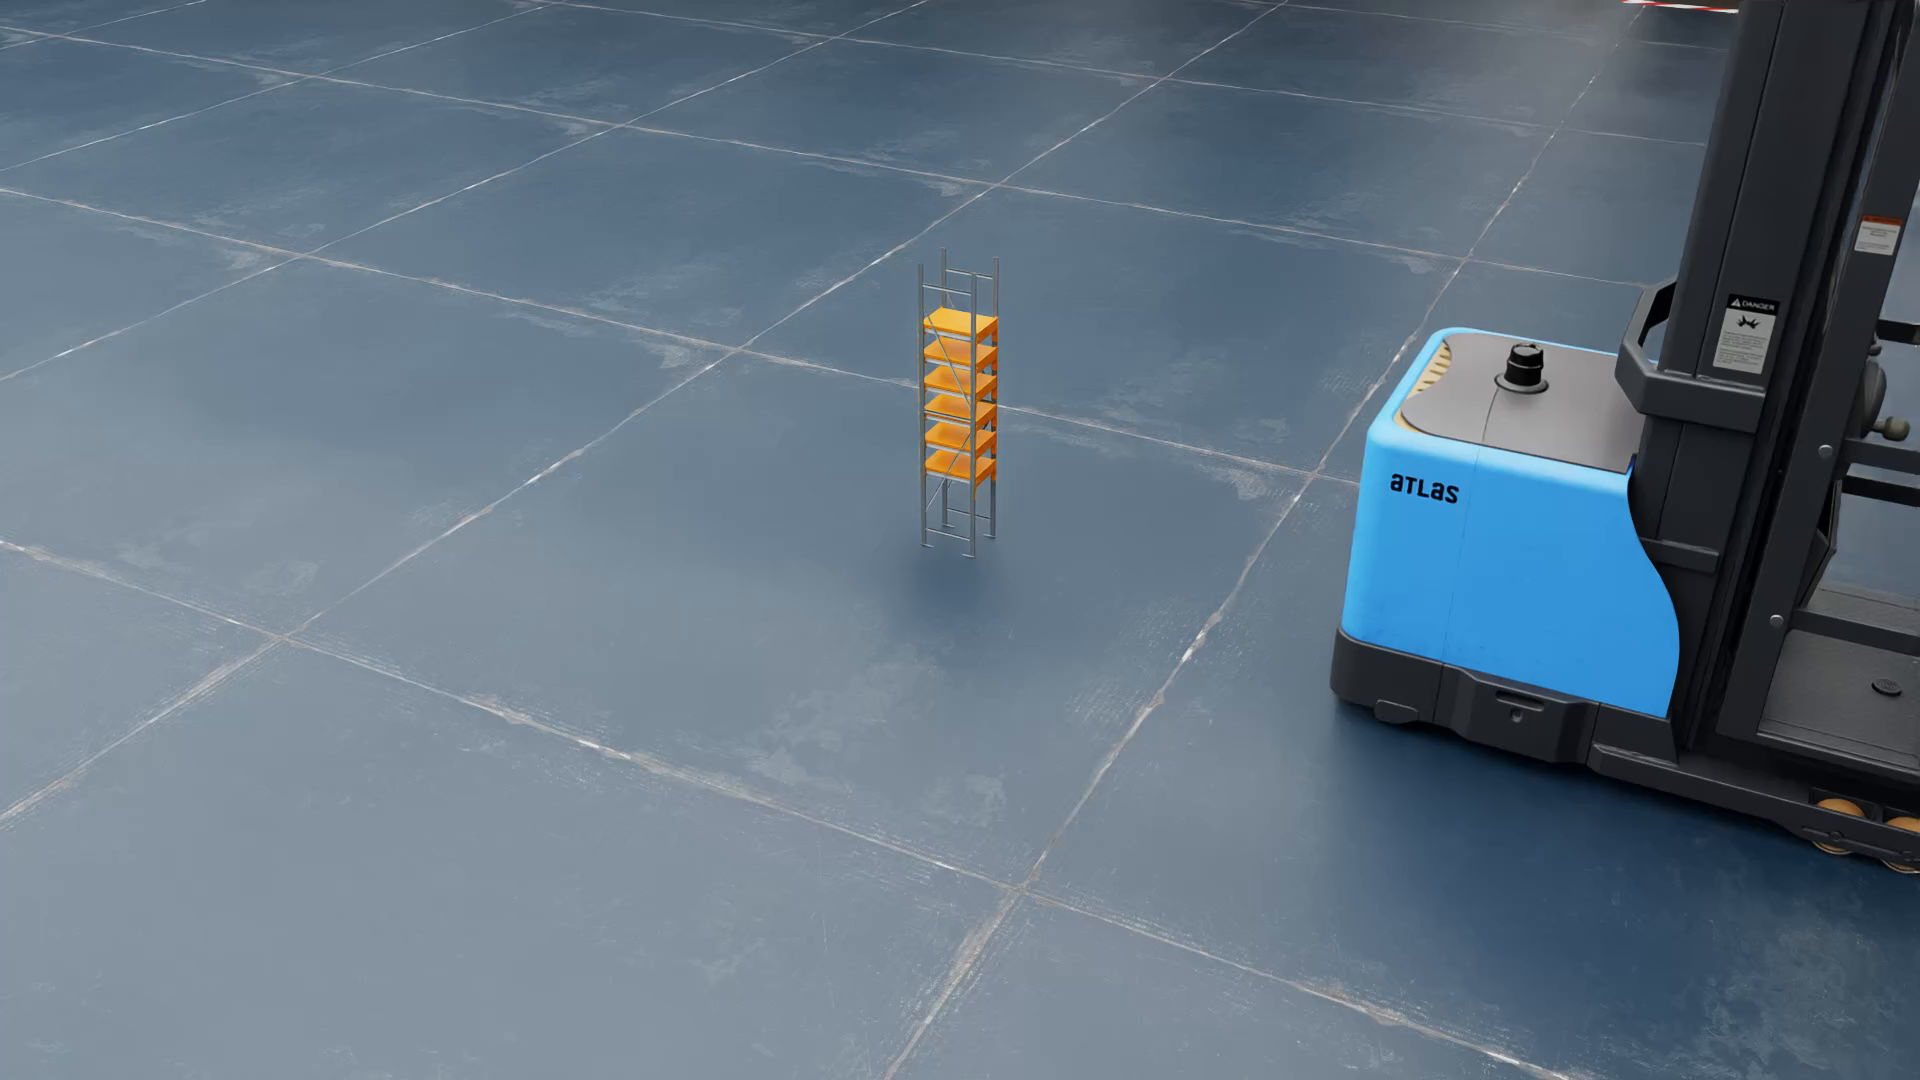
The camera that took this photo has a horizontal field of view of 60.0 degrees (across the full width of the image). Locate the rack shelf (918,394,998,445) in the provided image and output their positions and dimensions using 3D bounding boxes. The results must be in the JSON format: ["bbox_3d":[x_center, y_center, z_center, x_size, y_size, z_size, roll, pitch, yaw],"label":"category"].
[{"bbox_3d":[-0.007,-0.475,6.462,0.258,0.103,0.180,14,33,23],"label":"rack shelf"}]

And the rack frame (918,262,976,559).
[{"bbox_3d":[-0.048,-0.473,6.369,0.240,1.200,0.006,14,33,23],"label":"rack frame"}]

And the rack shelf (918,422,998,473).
[{"bbox_3d":[-0.007,-0.371,6.522,0.258,0.103,0.180,14,33,23],"label":"rack shelf"}]

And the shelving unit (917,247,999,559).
[{"bbox_3d":[-0.007,-0.514,6.440,0.258,1.200,0.189,14,33,23],"label":"shelving unit"}]

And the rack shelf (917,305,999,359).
[{"bbox_3d":[-0.007,-0.788,6.283,0.258,0.103,0.180,14,33,23],"label":"rack shelf"}]

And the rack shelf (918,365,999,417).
[{"bbox_3d":[-0.007,-0.579,6.402,0.258,0.103,0.180,14,33,23],"label":"rack shelf"}]

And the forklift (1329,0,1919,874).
[{"bbox_3d":[2.825,-0.571,4.801,3.031,2.935,1.130,14,33,23],"label":"forklift"}]

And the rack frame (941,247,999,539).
[{"bbox_3d":[0.035,-0.554,6.511,0.240,1.200,0.006,14,33,23],"label":"rack frame"}]

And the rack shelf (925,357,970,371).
[{"bbox_3d":[-0.007,-0.701,6.333,0.199,0.020,0.166,14,33,23],"label":"rack shelf"}]
